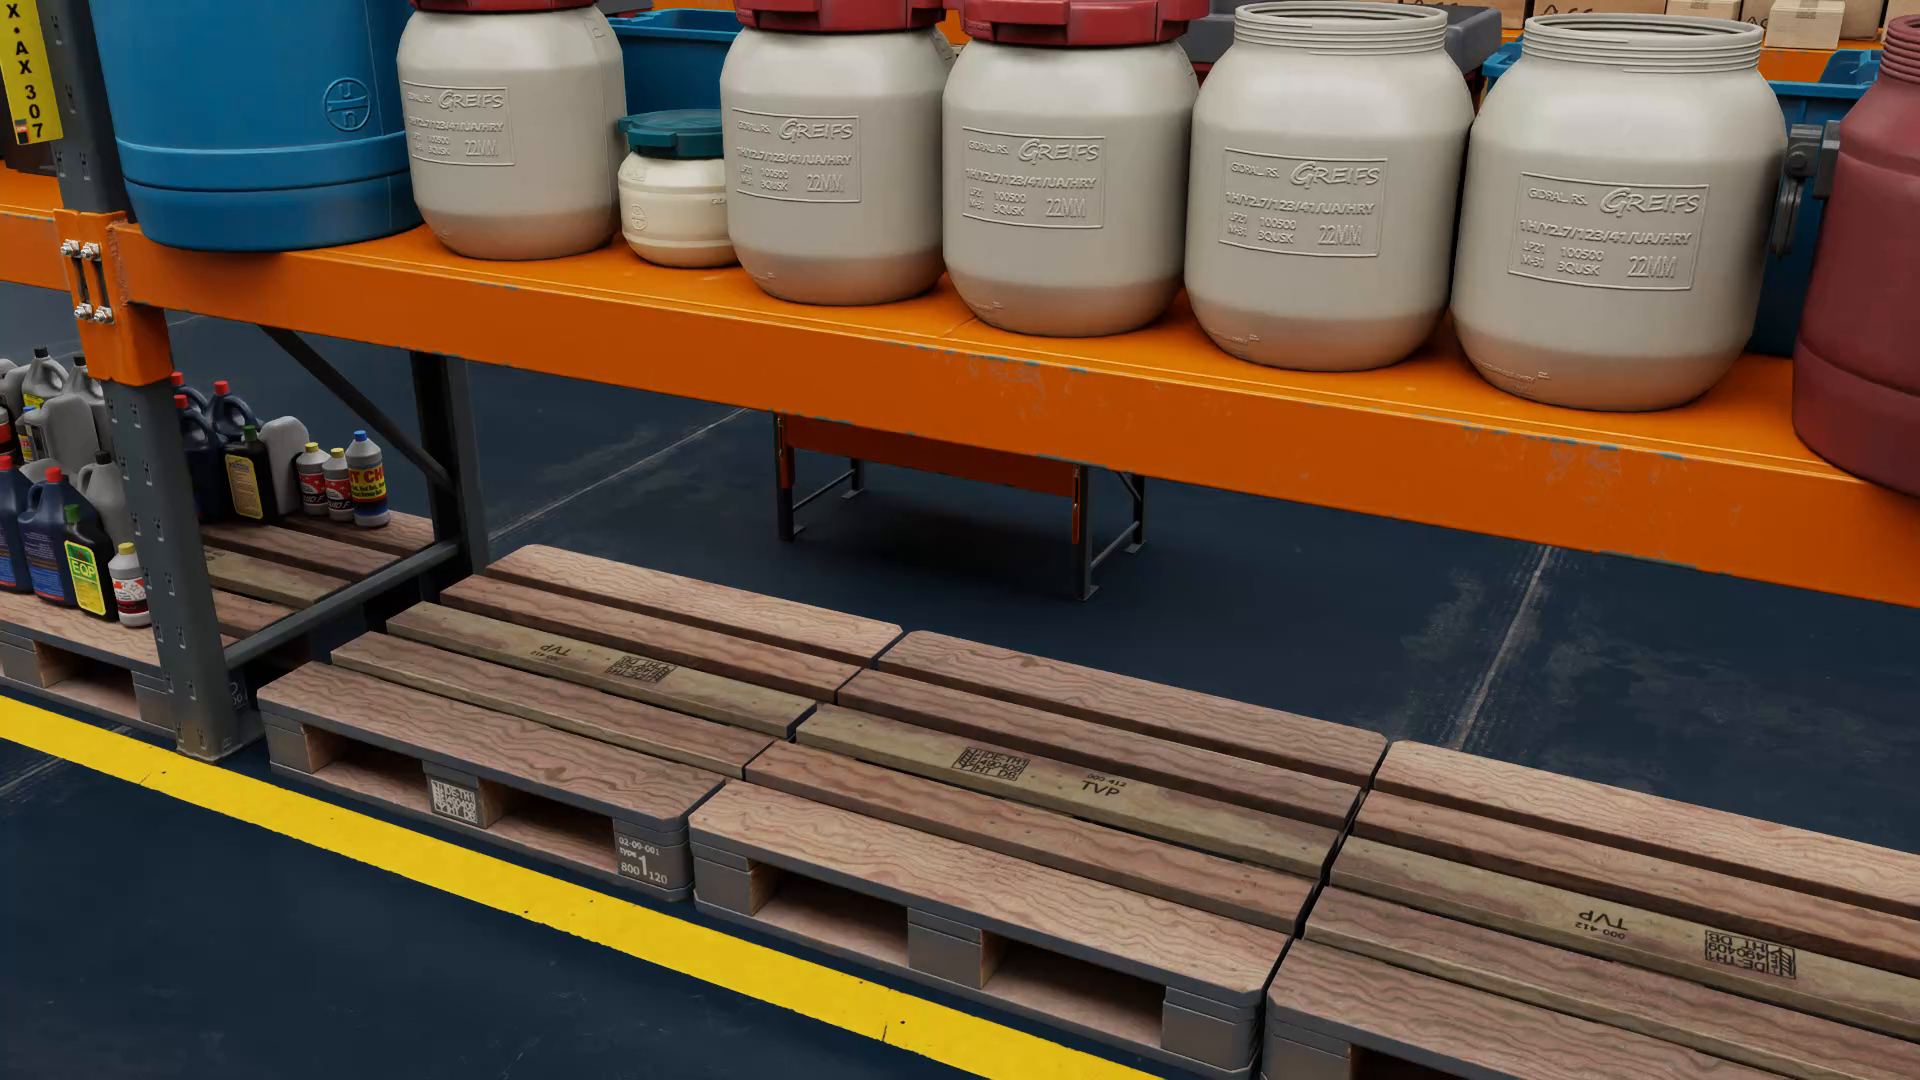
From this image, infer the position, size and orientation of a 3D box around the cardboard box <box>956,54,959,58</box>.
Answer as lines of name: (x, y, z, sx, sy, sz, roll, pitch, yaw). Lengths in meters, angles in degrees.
cardboard box: (-0.098, -2.303, 8.852, 0.500, 0.500, 0.500, 11, 25, 25)

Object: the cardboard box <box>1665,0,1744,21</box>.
cardboard box: (3.030, -2.137, 6.764, 0.250, 0.149, 0.380, 13, 26, 28)

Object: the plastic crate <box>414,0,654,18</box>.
plastic crate: (-1.044, -1.075, 3.863, 0.583, 0.464, 0.402, 11, 25, 25)

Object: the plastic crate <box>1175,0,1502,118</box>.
plastic crate: (0.652, -0.740, 3.075, 0.583, 0.464, 0.402, 11, 25, 25)

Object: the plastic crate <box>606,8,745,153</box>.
plastic crate: (-0.489, -0.931, 3.626, 0.575, 0.384, 0.392, 11, 25, 25)

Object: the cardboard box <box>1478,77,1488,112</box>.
cardboard box: (4.004, -3.339, 11.900, 0.500, 0.500, 0.700, 11, 25, 24)

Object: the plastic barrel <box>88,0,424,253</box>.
plastic barrel: (-1.406, -1.081, 3.318, 0.708, 0.901, 0.600, 11, 25, 25)

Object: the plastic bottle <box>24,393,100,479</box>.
plastic bottle: (-2.739, -0.313, 5.071, 0.135, 0.276, 0.152, 11, 25, 25)

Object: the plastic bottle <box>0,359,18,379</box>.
plastic bottle: (-3.134, -0.454, 5.404, 0.135, 0.276, 0.152, 11, 26, 25)

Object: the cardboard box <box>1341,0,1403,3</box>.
cardboard box: (1.772, -2.565, 7.321, 0.500, 0.500, 0.500, 13, 26, 28)

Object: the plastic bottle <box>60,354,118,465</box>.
plastic bottle: (-2.695, -0.404, 5.189, 0.185, 0.351, 0.144, 11, 25, 24)

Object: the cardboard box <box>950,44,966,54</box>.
cardboard box: (-0.137, -4.002, 13.702, 0.500, 0.311, 0.500, 8, 24, 19)

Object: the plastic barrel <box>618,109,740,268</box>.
plastic barrel: (-0.502, -0.673, 3.177, 0.301, 0.262, 0.301, 0, 23, 0)

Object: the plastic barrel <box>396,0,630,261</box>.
plastic barrel: (-0.859, -0.841, 3.222, 0.433, 0.535, 0.433, 0, 23, 0)

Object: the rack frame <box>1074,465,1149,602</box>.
rack frame: (0.460, -0.427, 4.816, 0.032, 1.125, 0.500, 11, 25, 25)

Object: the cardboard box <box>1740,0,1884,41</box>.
cardboard box: (3.483, -2.232, 6.779, 0.500, 0.311, 0.500, 11, 25, 24)

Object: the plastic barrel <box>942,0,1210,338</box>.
plastic barrel: (0.182, -0.635, 2.737, 0.433, 0.535, 0.433, 0, 23, 0)

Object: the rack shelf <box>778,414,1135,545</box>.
rack shelf: (0.006, -0.291, 5.123, 1.000, 0.278, 0.538, 11, 25, 25)

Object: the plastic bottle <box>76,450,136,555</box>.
plastic bottle: (-2.254, -0.071, 4.407, 0.185, 0.351, 0.144, 11, 25, 25)

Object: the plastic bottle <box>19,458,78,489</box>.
plastic bottle: (-2.446, -0.076, 4.515, 0.135, 0.276, 0.152, 11, 25, 25)

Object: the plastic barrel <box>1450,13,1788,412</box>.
plastic barrel: (0.941, -0.476, 2.395, 0.421, 0.512, 0.421, 0, 23, 0)

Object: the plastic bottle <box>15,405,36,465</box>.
plastic bottle: (-2.876, -0.318, 5.178, 0.097, 0.201, 0.097, 0, 23, 0)

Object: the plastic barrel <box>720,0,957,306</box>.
plastic barrel: (-0.204, -0.712, 2.917, 0.433, 0.535, 0.433, 0, 23, 0)

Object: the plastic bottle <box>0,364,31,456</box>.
plastic bottle: (-3.011, -0.430, 5.346, 0.135, 0.276, 0.152, 10, 25, 23)

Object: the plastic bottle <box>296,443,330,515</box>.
plastic bottle: (-1.882, -0.184, 4.864, 0.097, 0.201, 0.097, 0, 23, 0)

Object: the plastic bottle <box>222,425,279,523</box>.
plastic bottle: (-2.049, -0.196, 4.788, 0.133, 0.283, 0.061, 11, 25, 25)

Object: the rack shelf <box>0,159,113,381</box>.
rack shelf: (-3.399, -1.046, 4.797, 4.000, 0.370, 1.077, 11, 25, 25)

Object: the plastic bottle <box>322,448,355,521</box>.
plastic bottle: (-1.791, -0.166, 4.822, 0.097, 0.201, 0.097, 0, 23, 0)

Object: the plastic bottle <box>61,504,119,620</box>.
plastic bottle: (-2.192, 0.054, 4.200, 0.133, 0.283, 0.061, 13, 26, 27)

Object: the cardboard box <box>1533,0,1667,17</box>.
cardboard box: (2.689, -2.384, 6.895, 0.500, 0.500, 0.500, 10, 25, 22)

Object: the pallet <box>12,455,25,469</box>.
pallet: (-3.287, -0.089, 5.190, 1.213, 0.211, 1.003, 11, 25, 25)

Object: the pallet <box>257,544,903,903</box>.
pallet: (-0.896, 0.384, 4.077, 1.213, 0.211, 1.003, 11, 25, 25)

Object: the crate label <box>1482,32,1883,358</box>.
crate label: (1.191, -0.604, 2.793, 0.616, 0.435, 0.502, 11, 25, 25)

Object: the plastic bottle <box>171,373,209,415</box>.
plastic bottle: (-2.316, -0.329, 5.012, 0.185, 0.351, 0.144, 10, 25, 22)

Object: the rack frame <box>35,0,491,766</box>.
rack frame: (-1.614, -1.024, 3.826, 0.127, 3.000, 1.000, 11, 25, 25)

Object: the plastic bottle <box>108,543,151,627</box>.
plastic bottle: (-2.078, 0.106, 4.182, 0.097, 0.201, 0.097, 0, 23, 0)

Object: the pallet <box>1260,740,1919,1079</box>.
pallet: (1.282, 0.815, 3.064, 1.213, 0.211, 1.003, 11, 25, 25)

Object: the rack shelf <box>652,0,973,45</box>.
rack shelf: (-1.161, -2.776, 8.863, 4.000, 0.370, 1.077, 11, 25, 25)

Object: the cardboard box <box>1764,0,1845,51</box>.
cardboard box: (3.267, -1.994, 6.427, 0.250, 0.149, 0.380, 11, 25, 25)

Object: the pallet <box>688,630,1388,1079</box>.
pallet: (0.197, 0.599, 3.572, 1.213, 0.211, 1.003, 11, 25, 25)

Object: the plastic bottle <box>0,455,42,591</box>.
plastic bottle: (-2.490, -0.055, 4.368, 0.185, 0.351, 0.144, 10, 25, 22)

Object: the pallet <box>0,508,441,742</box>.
pallet: (-2.195, 0.126, 4.684, 1.213, 0.211, 1.003, 11, 25, 25)

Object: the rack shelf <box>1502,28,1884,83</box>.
rack shelf: (2.409, -2.069, 7.202, 4.000, 0.370, 1.077, 11, 25, 25)

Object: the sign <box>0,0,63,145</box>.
sign: (-1.872, -0.961, 3.324, 0.005, 0.325, 0.100, 11, 25, 25)

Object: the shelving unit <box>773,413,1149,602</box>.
shelving unit: (0.006, -0.516, 5.027, 1.048, 1.125, 0.538, 11, 25, 25)

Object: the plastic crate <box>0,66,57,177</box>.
plastic crate: (-2.024, -1.133, 4.160, 0.504, 0.338, 0.767, 11, 25, 25)

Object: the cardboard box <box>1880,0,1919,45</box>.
cardboard box: (3.889, -2.086, 6.436, 0.500, 0.311, 0.500, 13, 26, 28)

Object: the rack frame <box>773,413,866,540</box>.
rack frame: (-0.448, -0.606, 5.238, 0.032, 1.125, 0.500, 11, 25, 25)

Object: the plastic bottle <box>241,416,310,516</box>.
plastic bottle: (-2.002, -0.230, 4.877, 0.135, 0.276, 0.152, 12, 26, 26)

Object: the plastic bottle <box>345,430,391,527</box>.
plastic bottle: (-1.701, -0.181, 4.766, 0.097, 0.271, 0.097, 0, 23, 0)

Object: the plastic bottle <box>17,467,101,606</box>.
plastic bottle: (-2.319, -0.021, 4.289, 0.185, 0.351, 0.144, 10, 25, 23)

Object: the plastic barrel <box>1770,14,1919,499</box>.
plastic barrel: (1.405, -0.357, 2.082, 0.708, 0.536, 0.600, 11, 25, 25)

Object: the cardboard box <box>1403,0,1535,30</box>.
cardboard box: (2.219, -2.477, 7.113, 0.500, 0.500, 0.500, 11, 25, 25)

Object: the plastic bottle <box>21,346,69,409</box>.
plastic bottle: (-2.861, -0.436, 5.266, 0.185, 0.351, 0.144, 12, 26, 27)

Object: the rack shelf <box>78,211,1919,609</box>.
rack shelf: (0.171, -0.340, 3.136, 4.000, 0.370, 1.077, 11, 25, 25)

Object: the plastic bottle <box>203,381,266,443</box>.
plastic bottle: (-2.147, -0.295, 4.934, 0.185, 0.351, 0.144, 12, 26, 26)

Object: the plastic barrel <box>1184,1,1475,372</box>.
plastic barrel: (0.565, -0.551, 2.570, 0.421, 0.512, 0.421, 0, 23, 0)

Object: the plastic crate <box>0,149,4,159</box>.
plastic crate: (-2.724, -1.056, 4.091, 0.616, 0.251, 0.499, 11, 25, 25)

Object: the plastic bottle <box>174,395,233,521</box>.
plastic bottle: (-2.212, -0.245, 4.816, 0.185, 0.351, 0.144, 11, 25, 25)

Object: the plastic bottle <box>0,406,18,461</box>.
plastic bottle: (-3.050, -0.349, 5.251, 0.097, 0.201, 0.097, 0, 23, 0)
